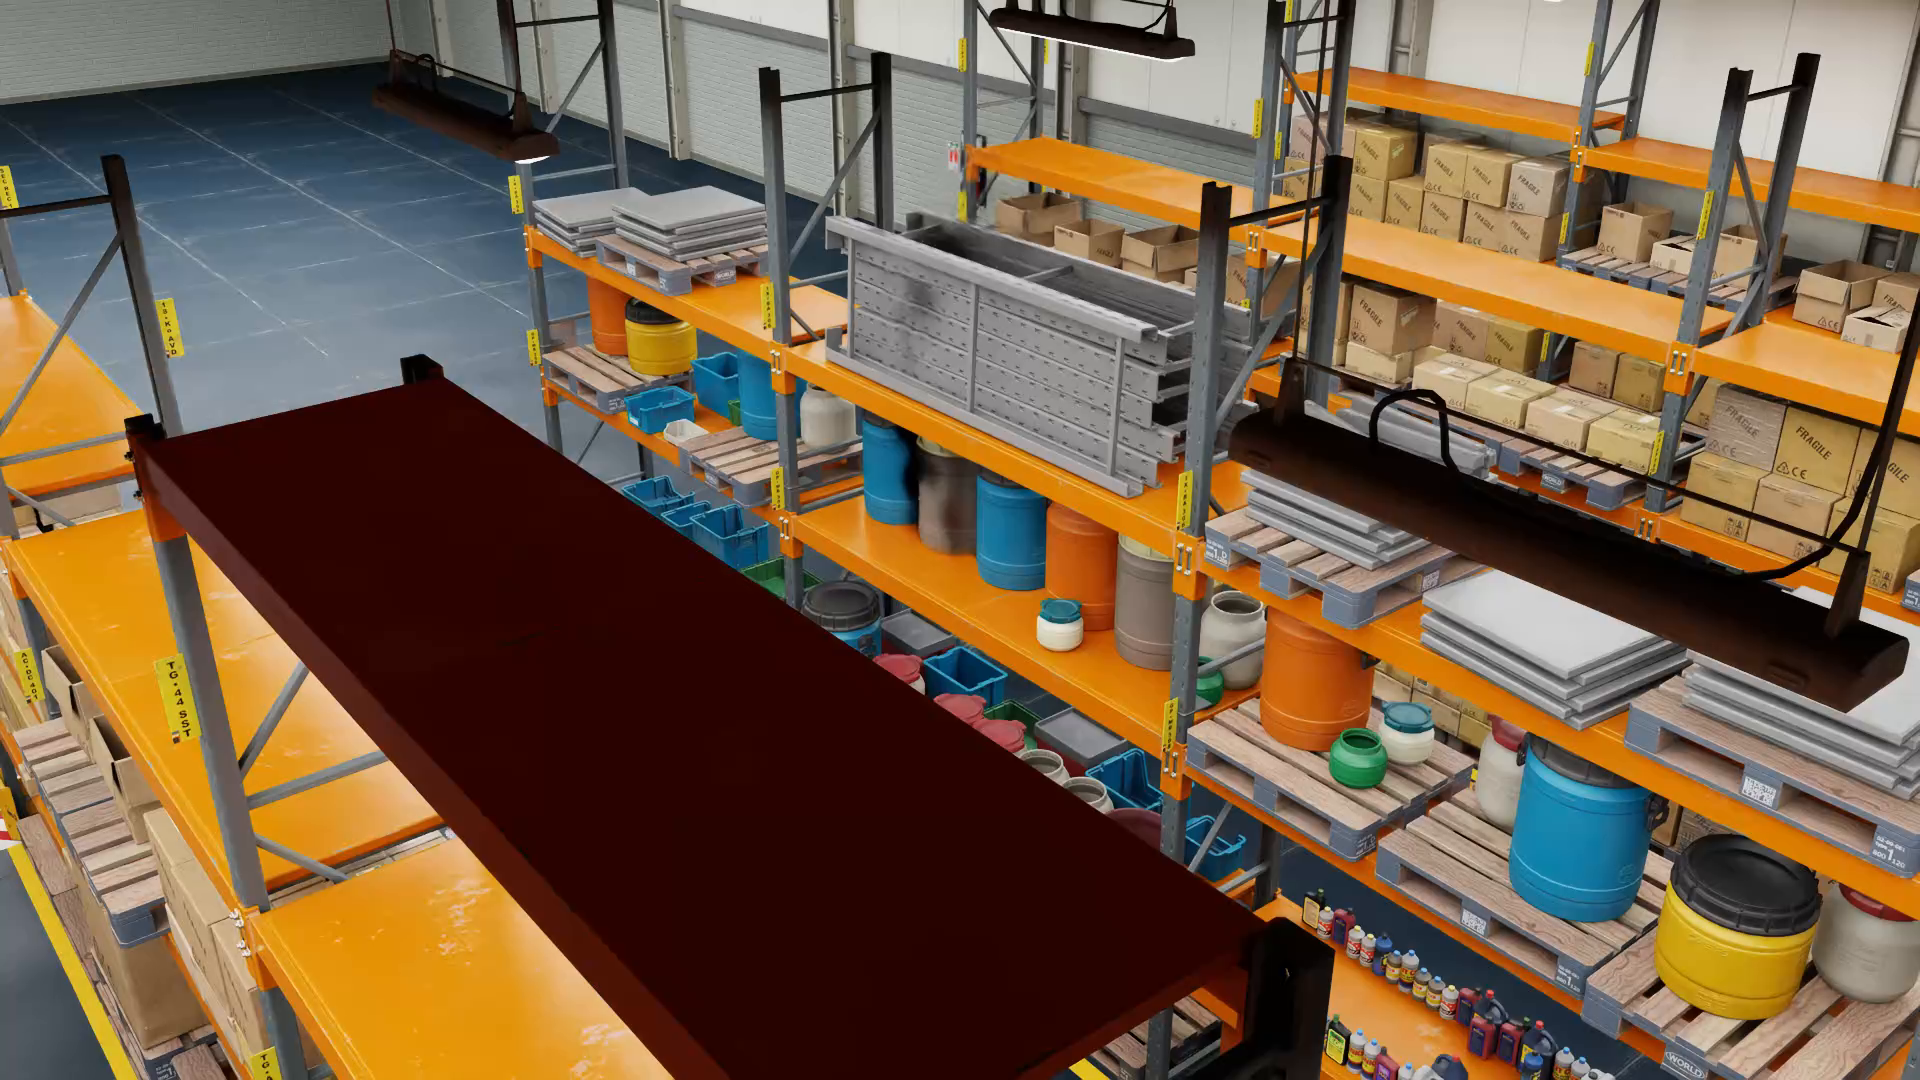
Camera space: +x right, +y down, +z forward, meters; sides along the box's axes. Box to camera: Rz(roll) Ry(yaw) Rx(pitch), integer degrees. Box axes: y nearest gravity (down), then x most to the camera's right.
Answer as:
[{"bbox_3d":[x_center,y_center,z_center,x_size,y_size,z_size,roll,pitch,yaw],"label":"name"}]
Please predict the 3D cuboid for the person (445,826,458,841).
[{"bbox_3d":[-3.279,2.361,11.524,0.781,1.677,0.600,22,34,38],"label":"person"}]

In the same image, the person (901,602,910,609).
[{"bbox_3d":[-0.501,0.255,15.975,0.560,1.558,0.605,-23,34,-38],"label":"person"}]
